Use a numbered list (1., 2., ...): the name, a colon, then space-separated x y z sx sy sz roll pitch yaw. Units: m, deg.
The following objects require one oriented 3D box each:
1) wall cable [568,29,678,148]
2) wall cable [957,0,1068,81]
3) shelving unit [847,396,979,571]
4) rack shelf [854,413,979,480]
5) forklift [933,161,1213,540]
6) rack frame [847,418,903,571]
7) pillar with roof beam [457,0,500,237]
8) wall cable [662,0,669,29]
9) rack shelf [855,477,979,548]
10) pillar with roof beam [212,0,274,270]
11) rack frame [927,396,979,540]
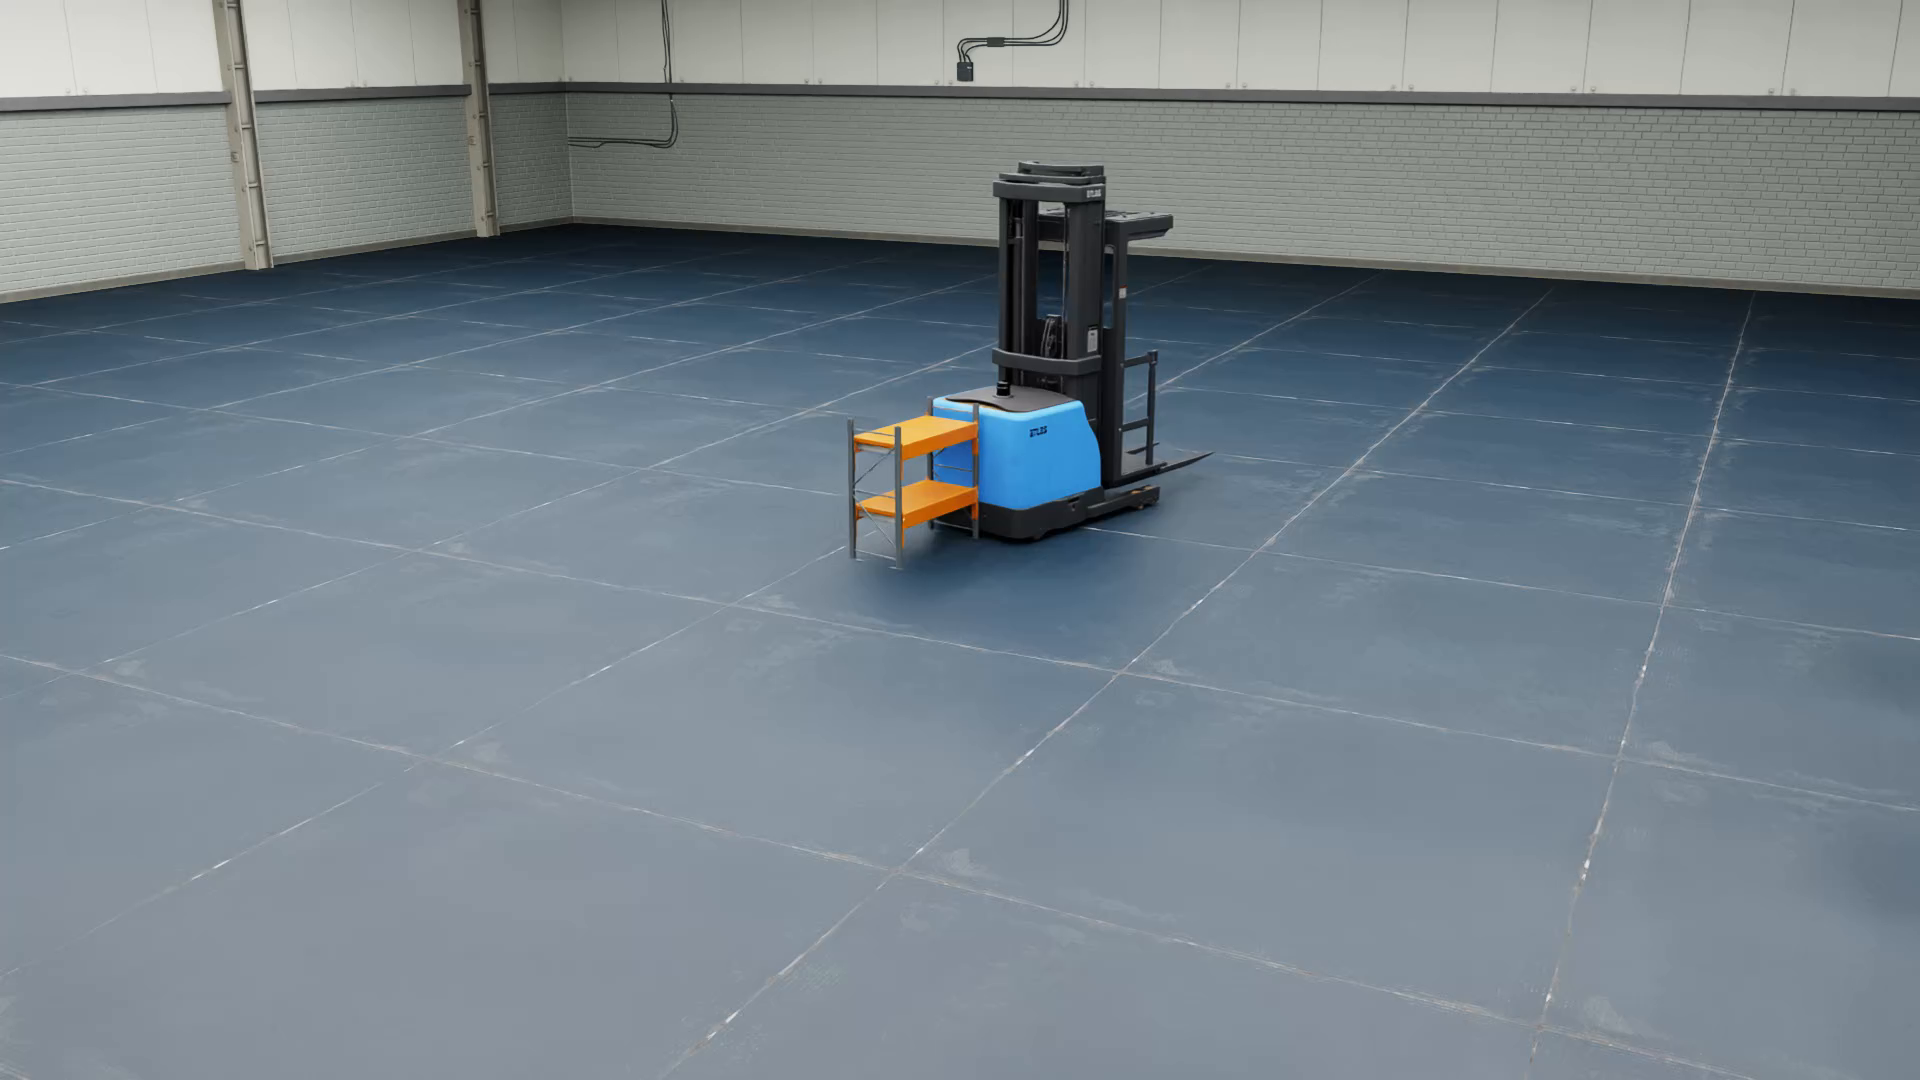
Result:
1. wall cable: -7.498 -9.854 36.349 3.097 2.526 0.112 8 18 25
2. wall cable: 0.988 -11.761 31.342 2.305 6.003 0.169 8 18 25
3. shelving unit: -0.354 -0.465 13.115 0.538 1.125 1.048 12 20 34
4. rack shelf: -0.354 -0.746 13.031 0.538 0.278 1.000 12 20 34
5. forklift: 1.102 -1.754 14.281 1.130 2.935 3.031 14 22 40
6. rack frame: -0.651 -0.348 12.719 0.500 1.125 0.032 12 20 34
7. pillar with roof beam: -6.146 -10.212 32.102 9.100 9.000 0.400 8 18 25
8. wall cable: -5.078 -11.930 34.471 3.097 2.526 0.112 8 18 25
9. rack shelf: -0.354 -0.231 13.184 0.538 0.278 1.000 12 20 34
10. pillar with roof beam: -8.827 -8.684 26.957 9.100 9.000 0.400 8 18 25
11. rack frame: -0.057 -0.582 13.510 0.500 1.125 0.032 12 20 34
